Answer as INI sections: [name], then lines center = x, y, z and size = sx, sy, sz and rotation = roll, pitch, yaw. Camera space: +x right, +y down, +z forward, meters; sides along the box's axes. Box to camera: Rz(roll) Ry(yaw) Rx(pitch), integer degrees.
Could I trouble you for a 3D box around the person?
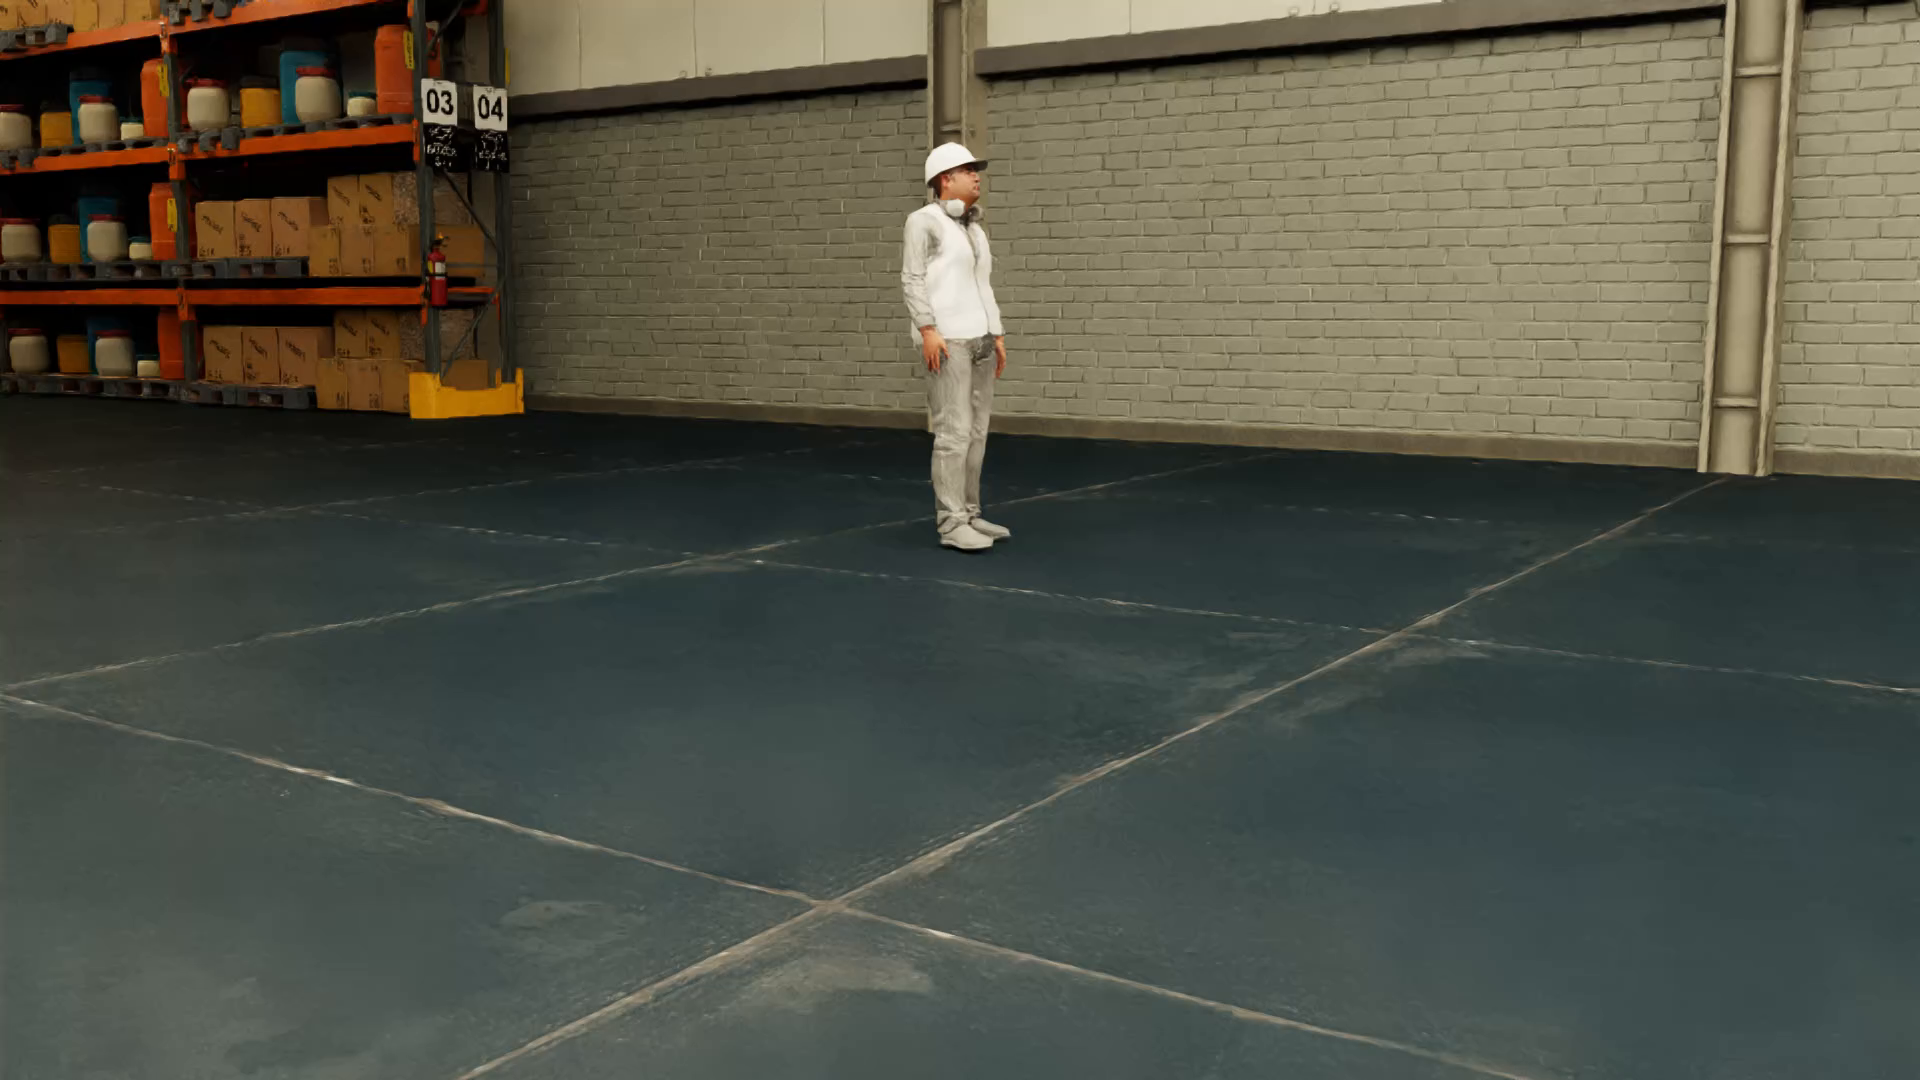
[person]
center = 0.047, -0.879, 7.436
size = 0.567, 1.773, 0.632
rotation = 5, 10, 34
